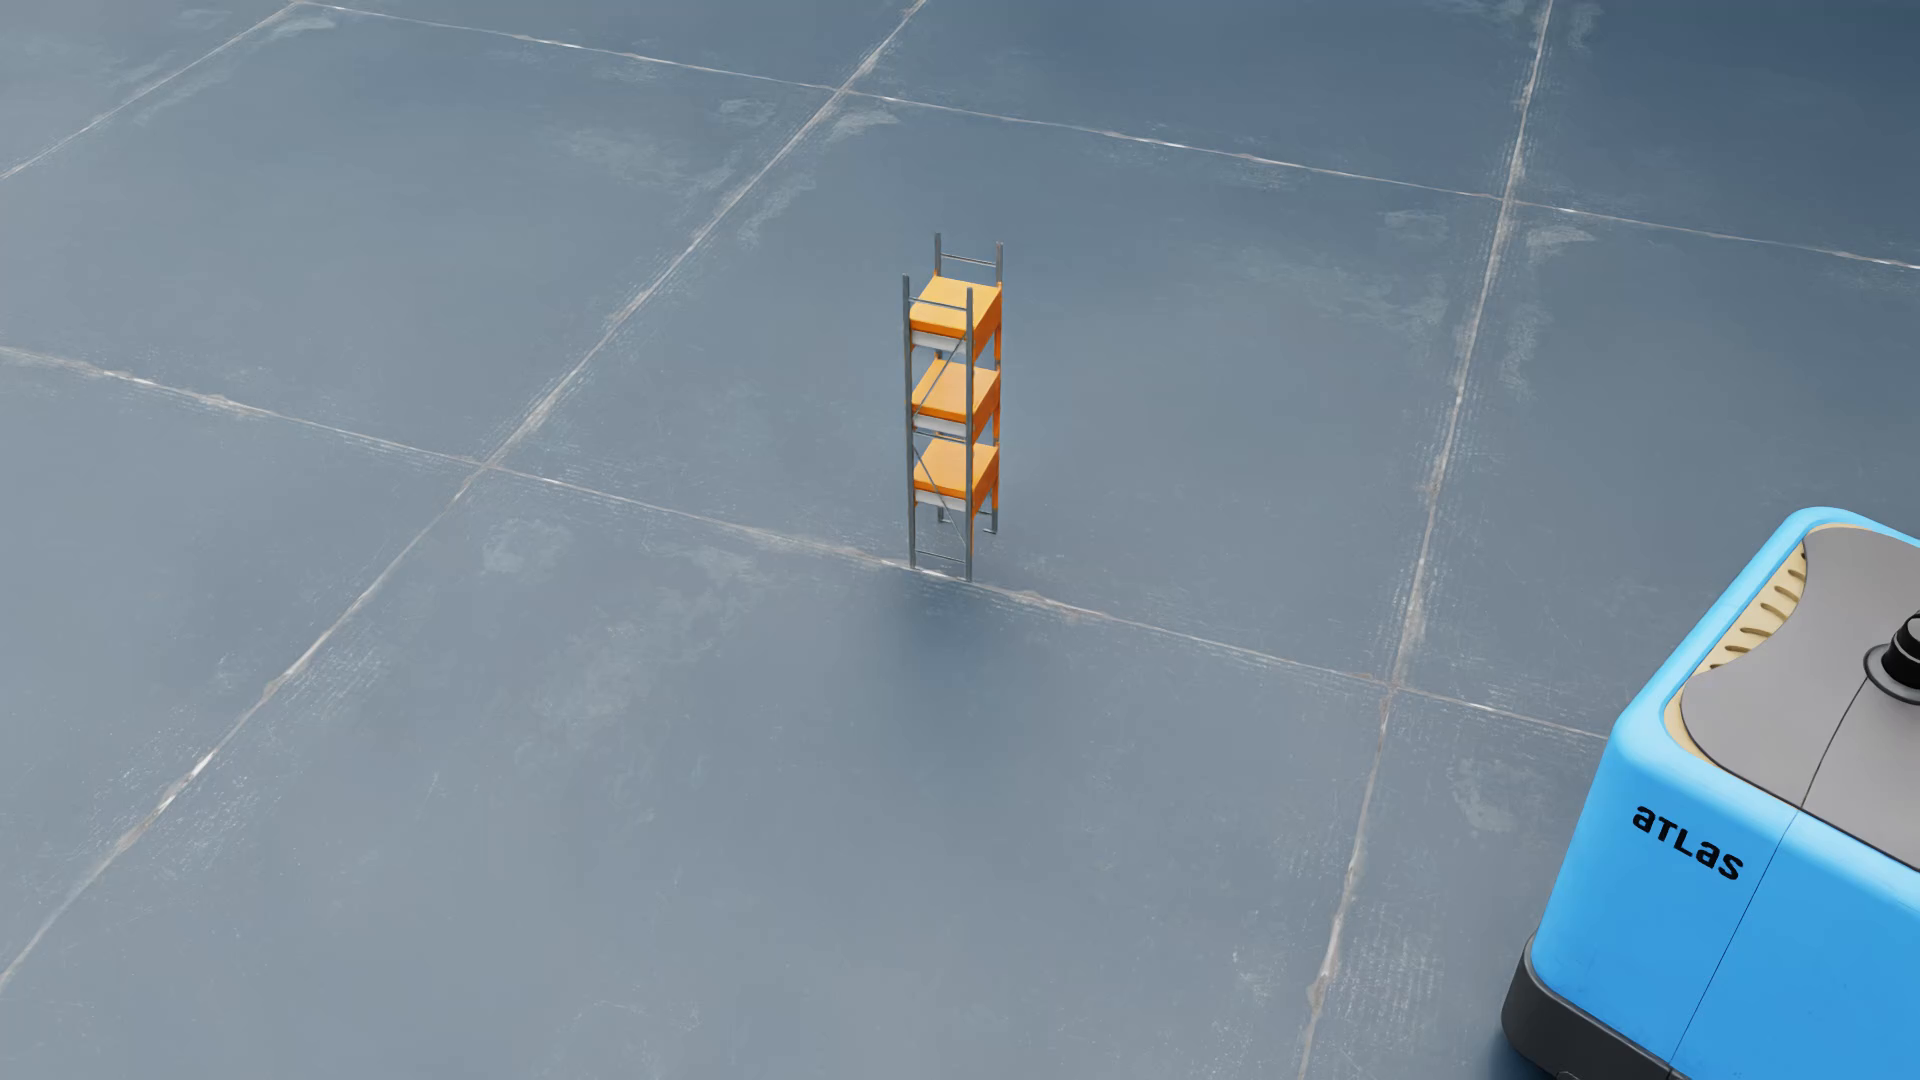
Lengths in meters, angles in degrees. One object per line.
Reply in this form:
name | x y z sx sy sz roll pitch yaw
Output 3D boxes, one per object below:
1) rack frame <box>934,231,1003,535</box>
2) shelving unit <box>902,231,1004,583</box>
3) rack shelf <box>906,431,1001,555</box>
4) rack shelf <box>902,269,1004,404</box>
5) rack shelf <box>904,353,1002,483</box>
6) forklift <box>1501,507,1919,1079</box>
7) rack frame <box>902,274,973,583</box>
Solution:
rack frame | 0.023 -0.441 4.958 0.200 1.050 0.008 13 42 15
shelving unit | -0.018 -0.367 4.871 0.215 1.050 0.252 13 42 15
rack shelf | -0.018 -0.147 5.058 0.215 0.259 0.240 13 42 15
rack shelf | -0.018 -0.575 4.694 0.215 0.259 0.240 13 42 15
rack shelf | -0.018 -0.359 4.878 0.215 0.259 0.240 13 42 15
forklift | 2.677 0.477 2.433 3.031 2.935 1.130 30 49 31
rack frame | -0.060 -0.292 4.784 0.200 1.050 0.008 13 42 15
